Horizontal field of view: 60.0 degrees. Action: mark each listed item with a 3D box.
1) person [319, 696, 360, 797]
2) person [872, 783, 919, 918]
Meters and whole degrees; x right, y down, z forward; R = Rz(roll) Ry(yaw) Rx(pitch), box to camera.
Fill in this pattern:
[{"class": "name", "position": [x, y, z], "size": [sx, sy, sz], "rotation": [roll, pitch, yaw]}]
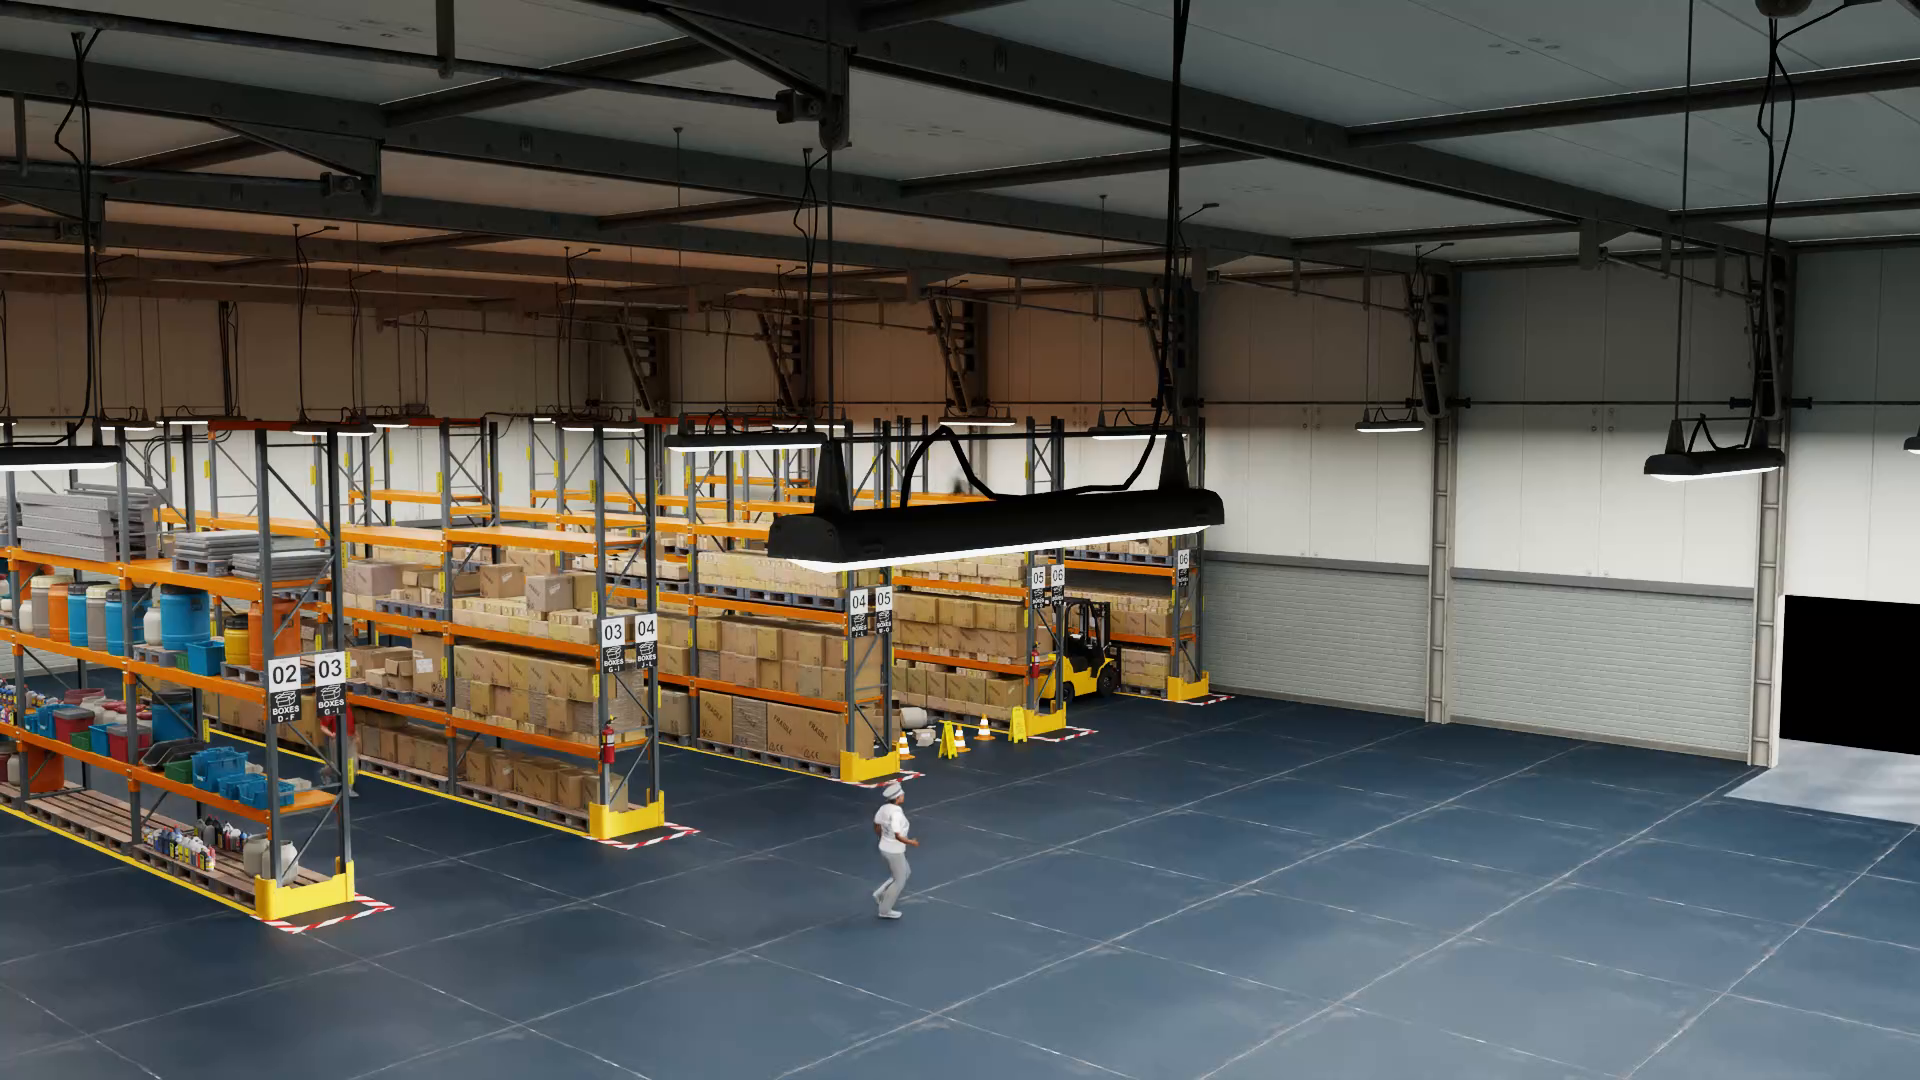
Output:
[{"class": "person", "position": [-9.968, 3.272, 26.769], "size": [0.752, 1.700, 0.663], "rotation": [3, 6, 31]}, {"class": "person", "position": [-0.786, 3.807, 20.405], "size": [0.543, 1.665, 0.580], "rotation": [-2, 5, -21]}]
